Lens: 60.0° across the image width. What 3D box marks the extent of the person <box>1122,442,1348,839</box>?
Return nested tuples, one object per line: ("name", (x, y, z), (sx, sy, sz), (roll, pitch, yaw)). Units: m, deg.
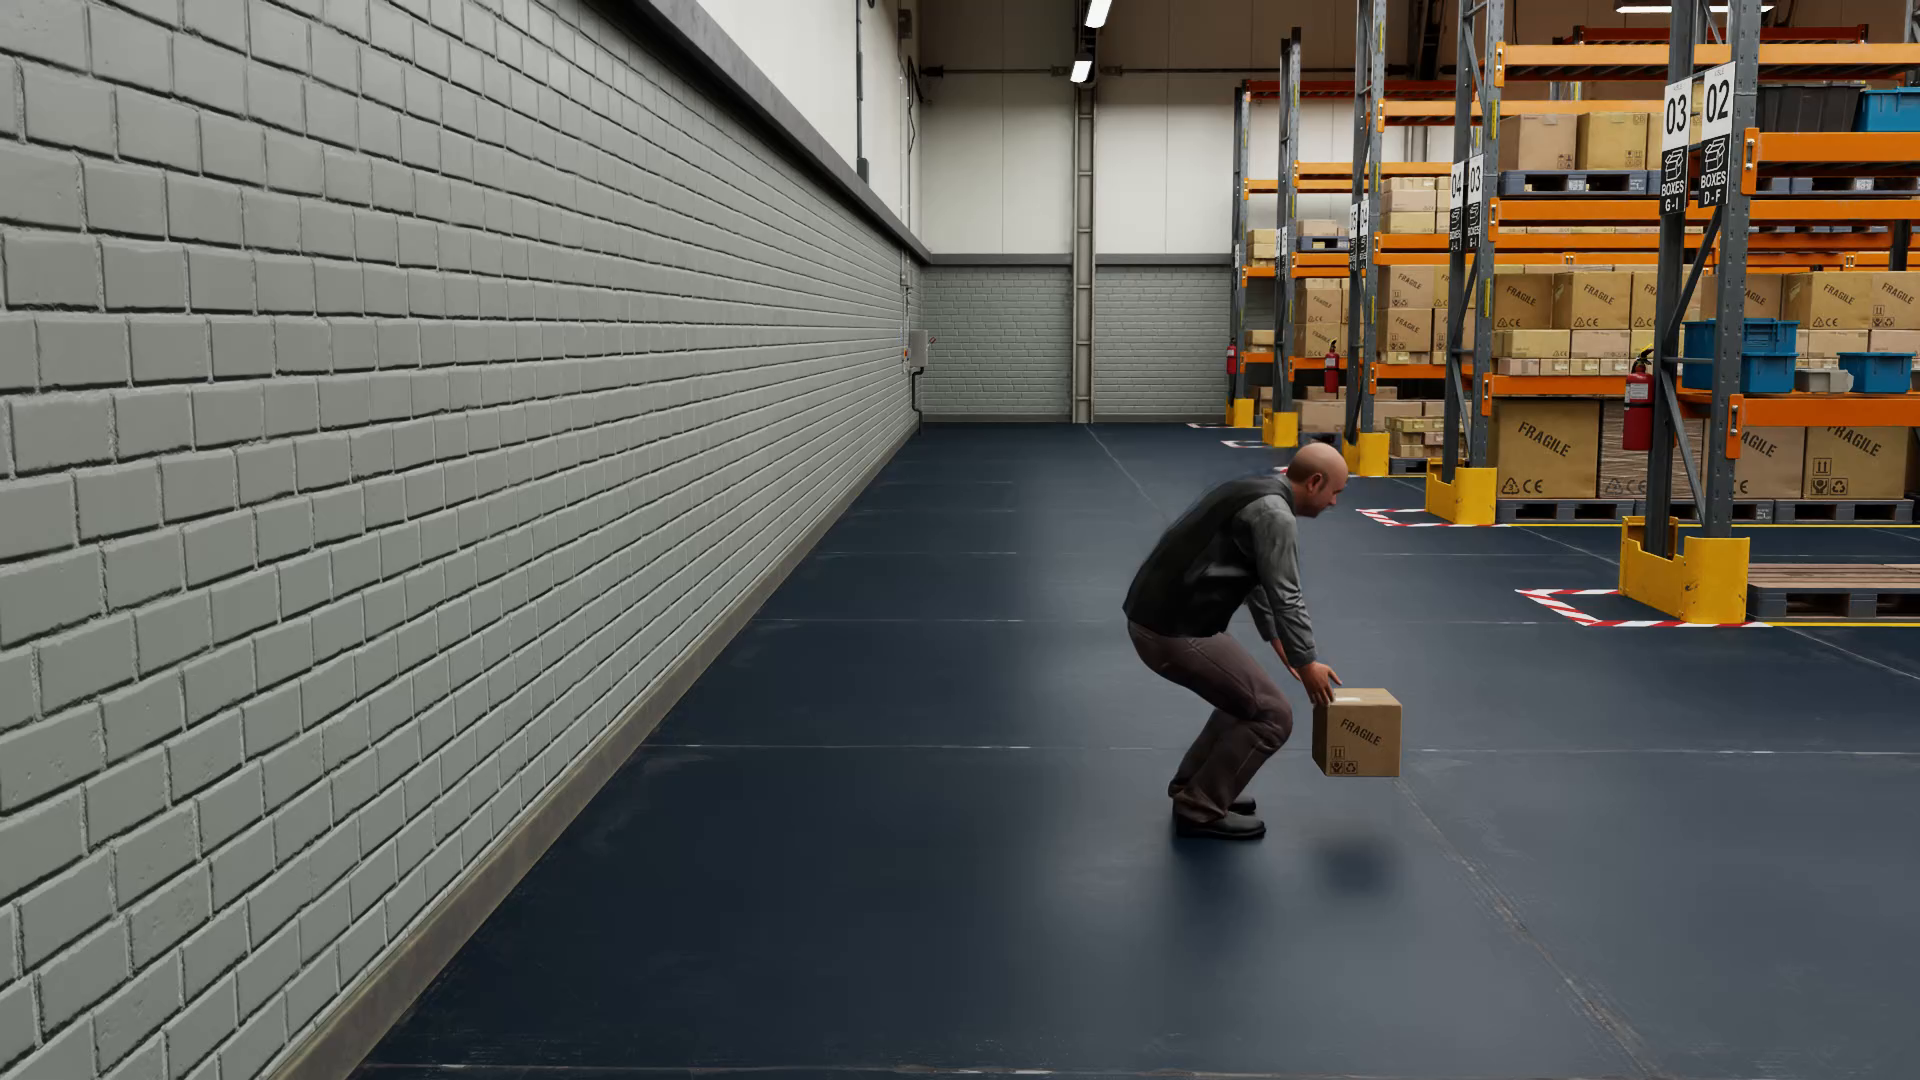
("person", (0.937, 0.334, 5.705), (0.754, 1.298, 0.590), (0, 7, 1))
